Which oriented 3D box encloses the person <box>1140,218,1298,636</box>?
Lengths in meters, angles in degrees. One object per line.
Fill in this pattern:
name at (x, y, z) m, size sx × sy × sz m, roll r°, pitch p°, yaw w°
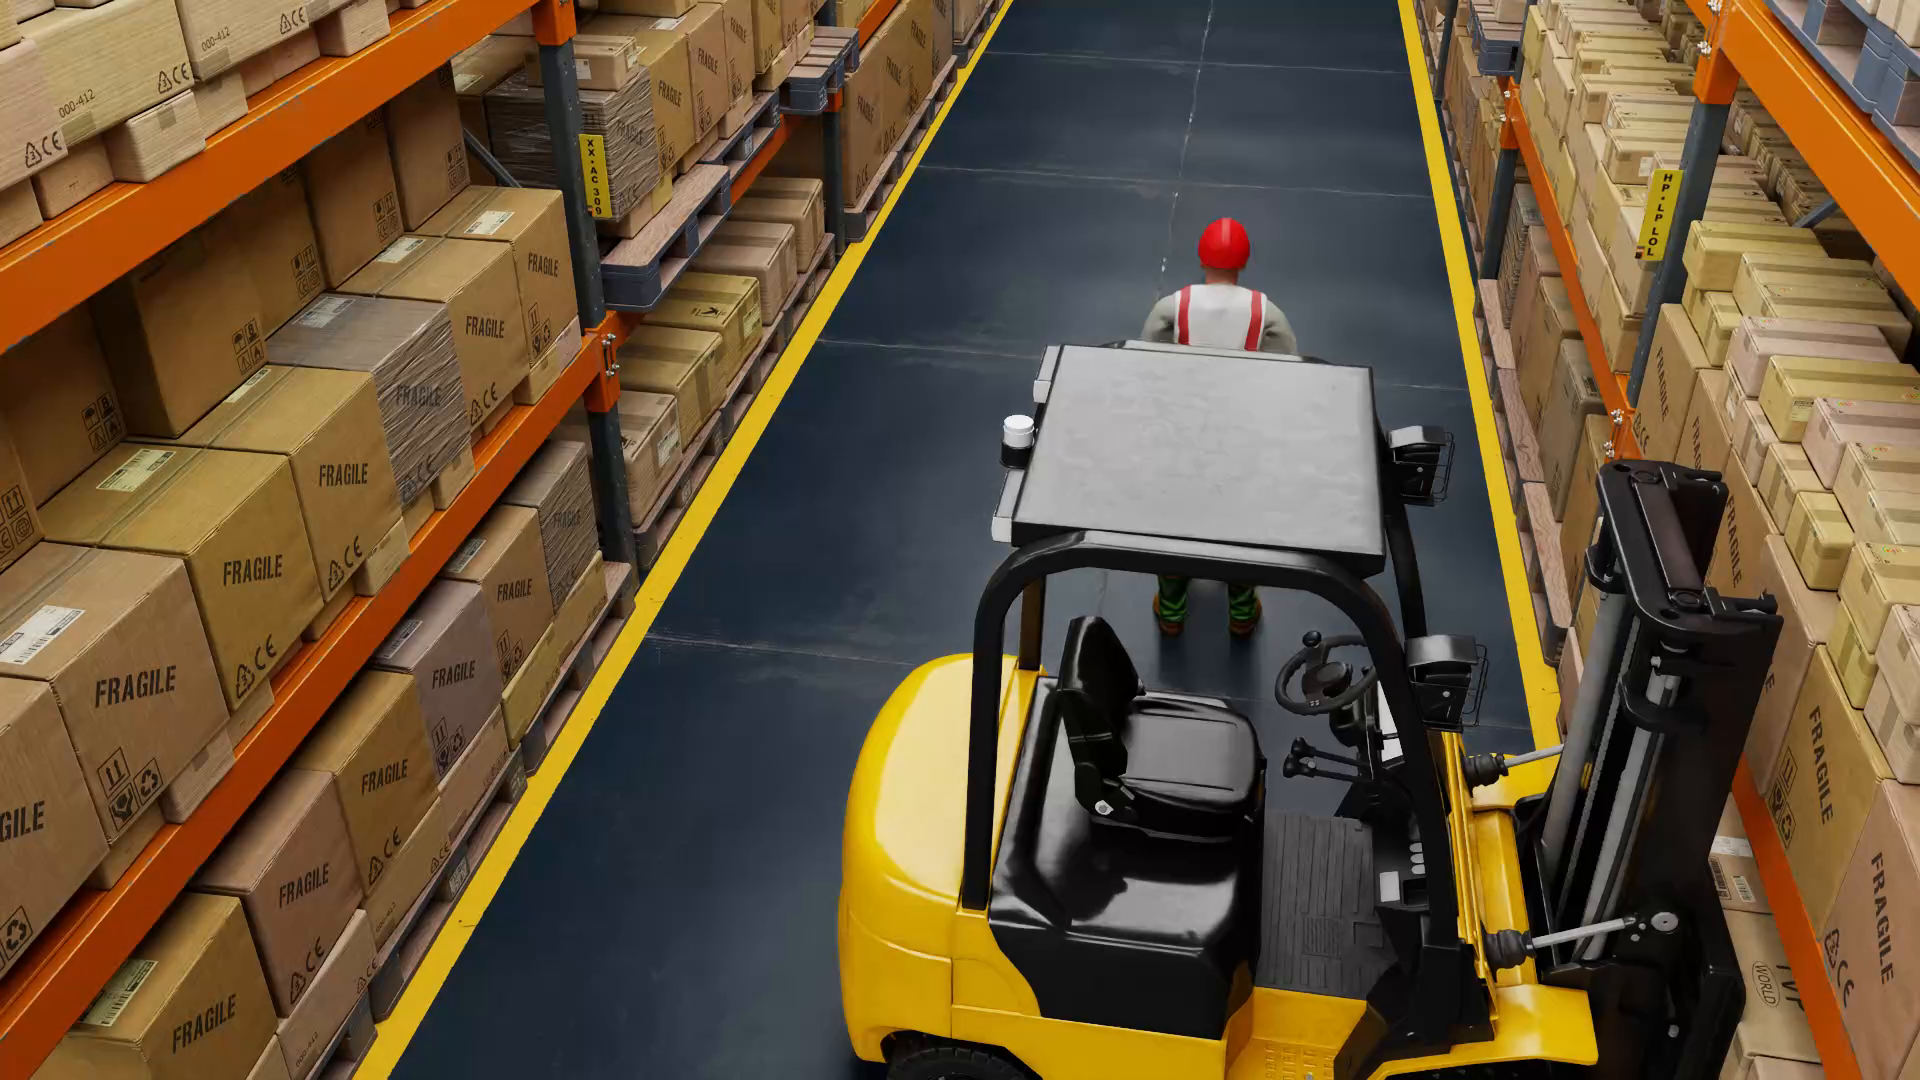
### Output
person at (1.035, -0.456, 6.868) m, size 0.665 × 1.757 × 0.507 m, roll 4°, pitch 32°, yaw 7°
